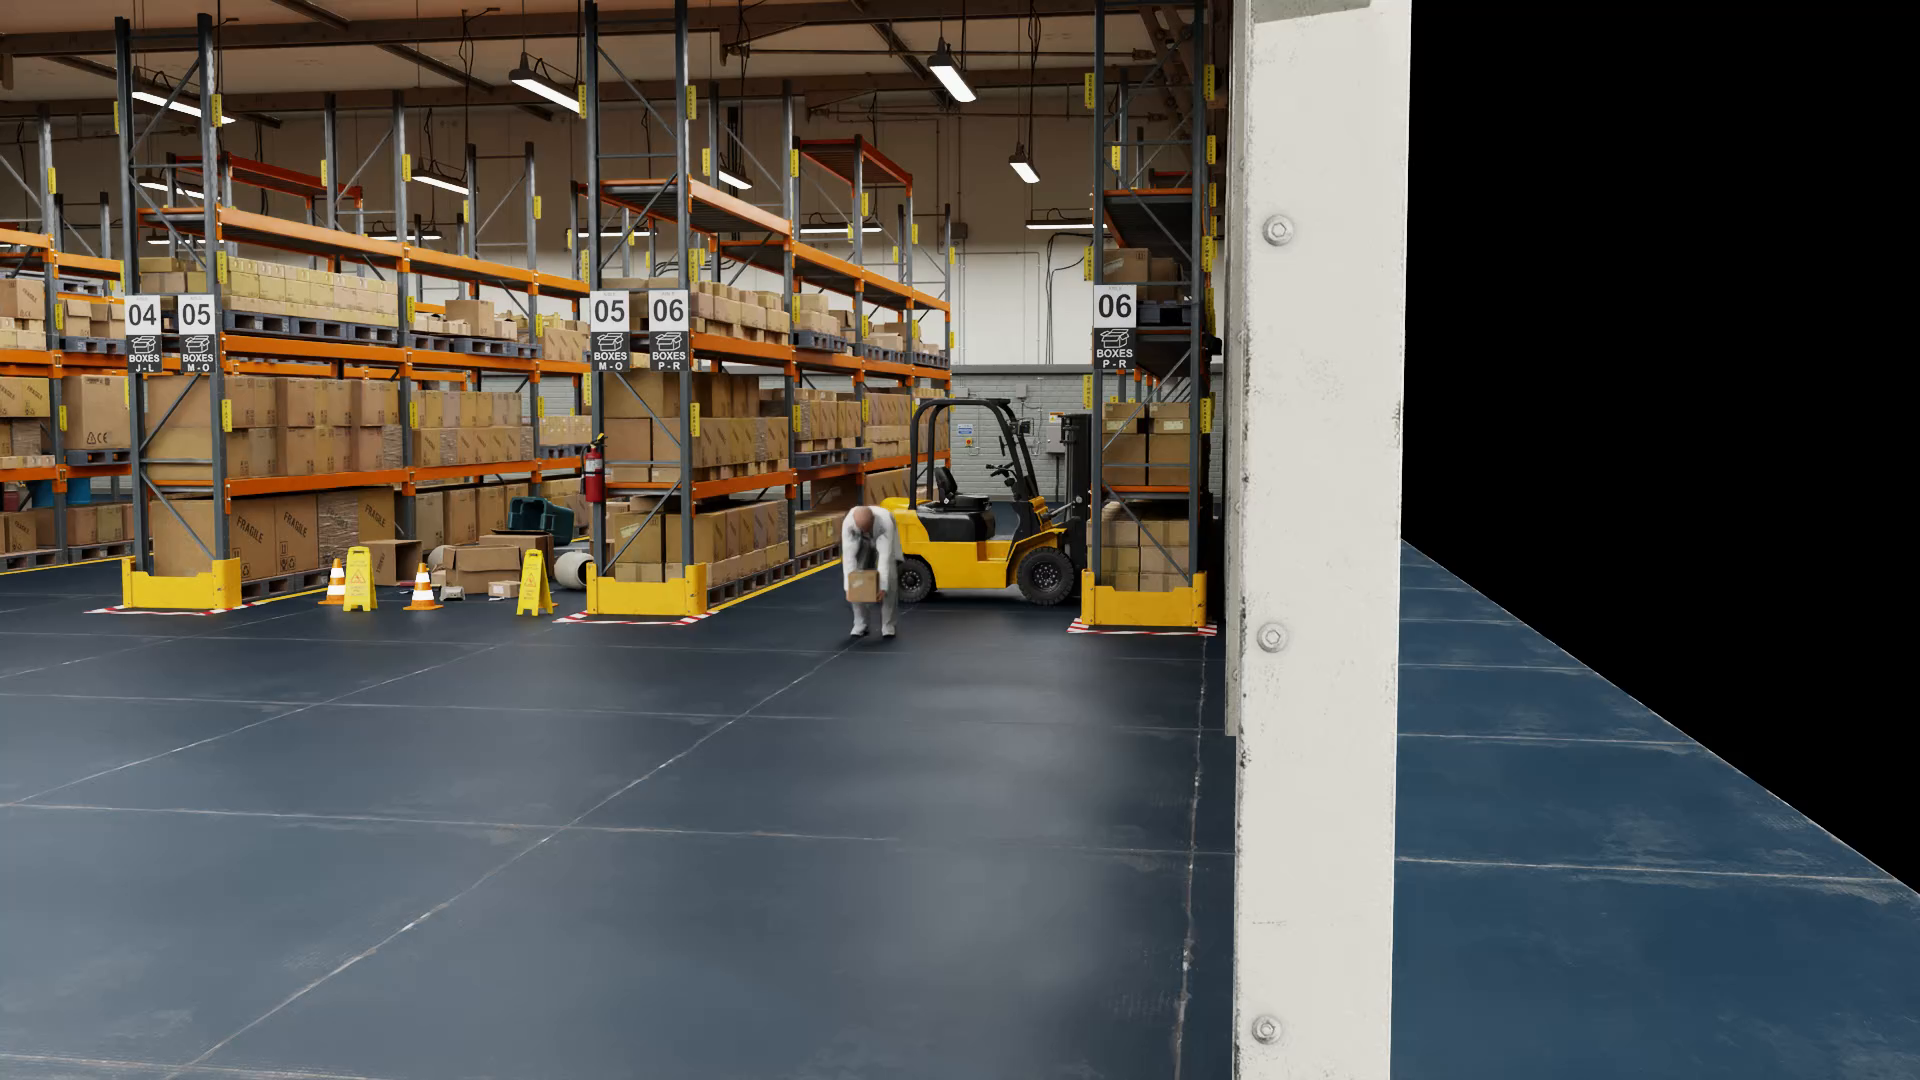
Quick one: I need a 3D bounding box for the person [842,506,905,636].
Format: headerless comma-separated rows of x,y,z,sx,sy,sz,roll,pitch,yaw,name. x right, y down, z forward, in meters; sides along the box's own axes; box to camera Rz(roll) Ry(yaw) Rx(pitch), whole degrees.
-0.803,0.274,14.781,0.562,1.204,0.939,1,4,7,person
